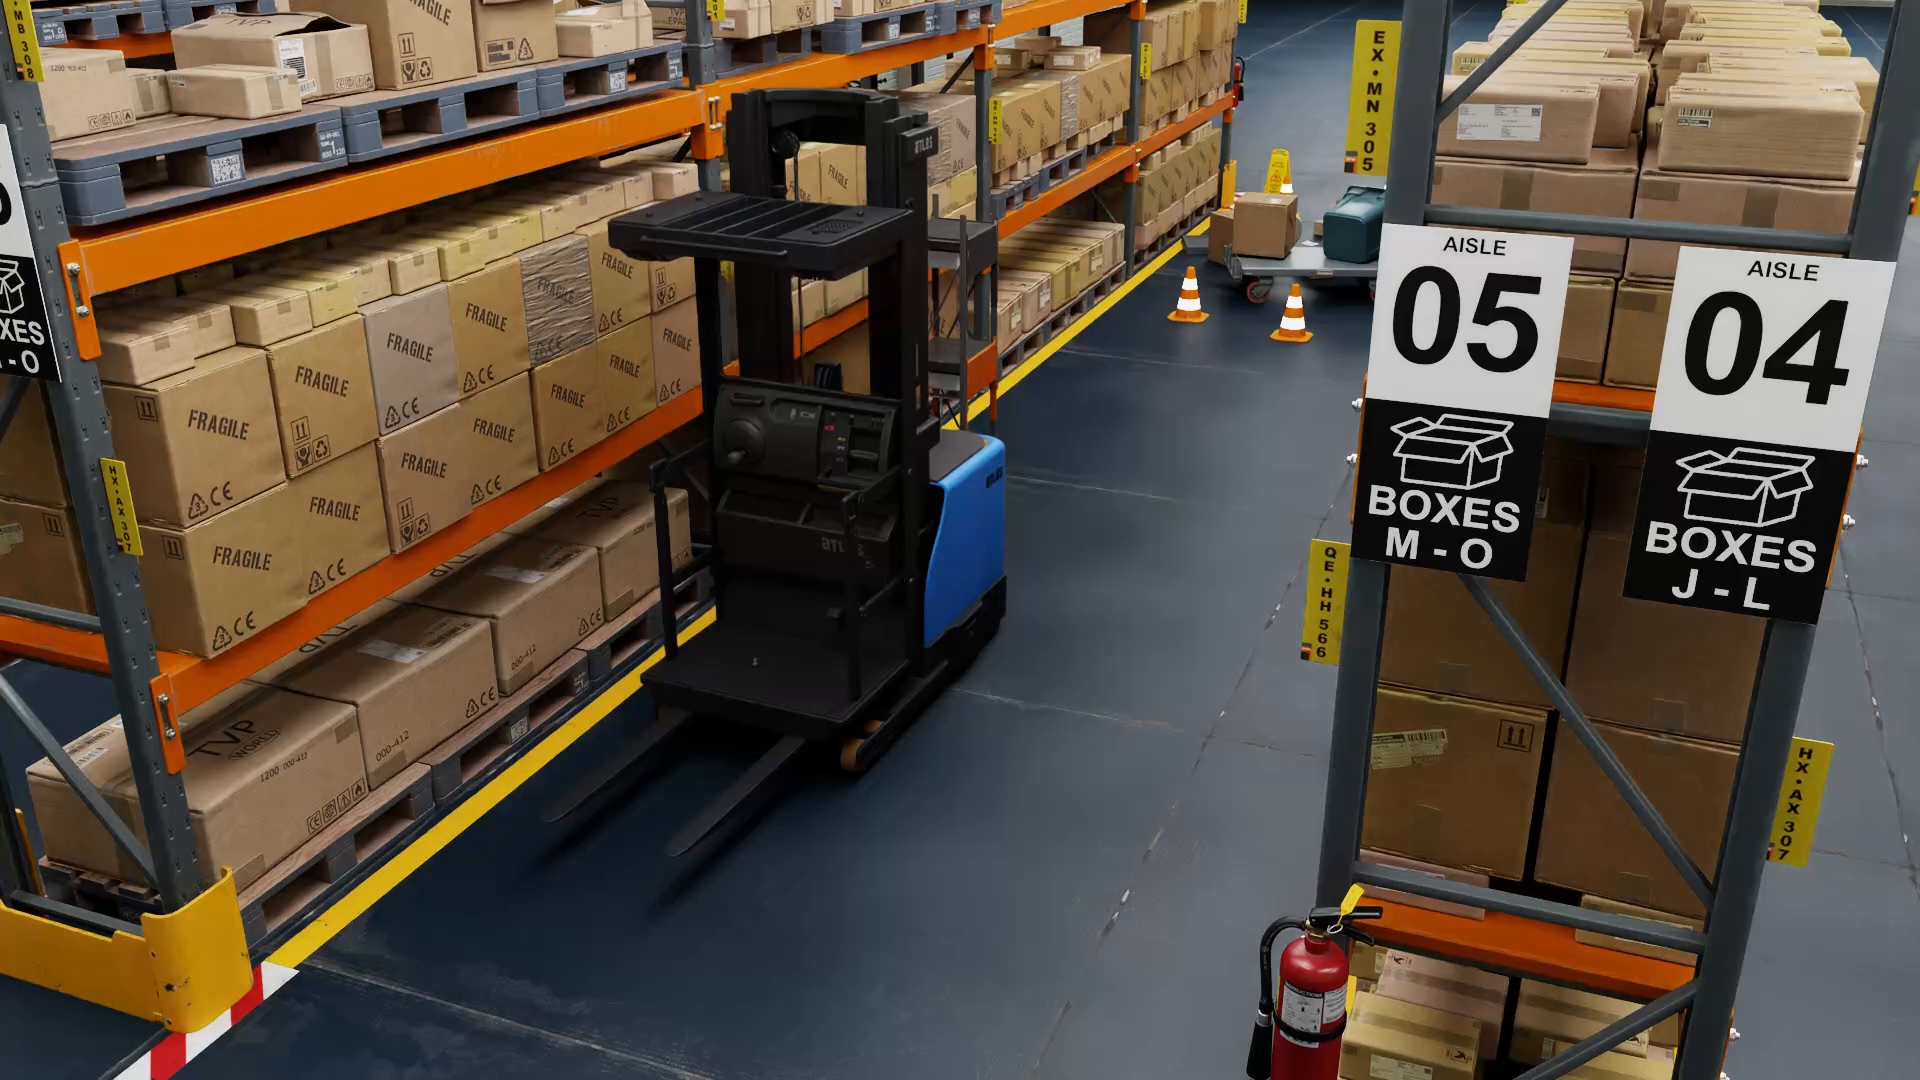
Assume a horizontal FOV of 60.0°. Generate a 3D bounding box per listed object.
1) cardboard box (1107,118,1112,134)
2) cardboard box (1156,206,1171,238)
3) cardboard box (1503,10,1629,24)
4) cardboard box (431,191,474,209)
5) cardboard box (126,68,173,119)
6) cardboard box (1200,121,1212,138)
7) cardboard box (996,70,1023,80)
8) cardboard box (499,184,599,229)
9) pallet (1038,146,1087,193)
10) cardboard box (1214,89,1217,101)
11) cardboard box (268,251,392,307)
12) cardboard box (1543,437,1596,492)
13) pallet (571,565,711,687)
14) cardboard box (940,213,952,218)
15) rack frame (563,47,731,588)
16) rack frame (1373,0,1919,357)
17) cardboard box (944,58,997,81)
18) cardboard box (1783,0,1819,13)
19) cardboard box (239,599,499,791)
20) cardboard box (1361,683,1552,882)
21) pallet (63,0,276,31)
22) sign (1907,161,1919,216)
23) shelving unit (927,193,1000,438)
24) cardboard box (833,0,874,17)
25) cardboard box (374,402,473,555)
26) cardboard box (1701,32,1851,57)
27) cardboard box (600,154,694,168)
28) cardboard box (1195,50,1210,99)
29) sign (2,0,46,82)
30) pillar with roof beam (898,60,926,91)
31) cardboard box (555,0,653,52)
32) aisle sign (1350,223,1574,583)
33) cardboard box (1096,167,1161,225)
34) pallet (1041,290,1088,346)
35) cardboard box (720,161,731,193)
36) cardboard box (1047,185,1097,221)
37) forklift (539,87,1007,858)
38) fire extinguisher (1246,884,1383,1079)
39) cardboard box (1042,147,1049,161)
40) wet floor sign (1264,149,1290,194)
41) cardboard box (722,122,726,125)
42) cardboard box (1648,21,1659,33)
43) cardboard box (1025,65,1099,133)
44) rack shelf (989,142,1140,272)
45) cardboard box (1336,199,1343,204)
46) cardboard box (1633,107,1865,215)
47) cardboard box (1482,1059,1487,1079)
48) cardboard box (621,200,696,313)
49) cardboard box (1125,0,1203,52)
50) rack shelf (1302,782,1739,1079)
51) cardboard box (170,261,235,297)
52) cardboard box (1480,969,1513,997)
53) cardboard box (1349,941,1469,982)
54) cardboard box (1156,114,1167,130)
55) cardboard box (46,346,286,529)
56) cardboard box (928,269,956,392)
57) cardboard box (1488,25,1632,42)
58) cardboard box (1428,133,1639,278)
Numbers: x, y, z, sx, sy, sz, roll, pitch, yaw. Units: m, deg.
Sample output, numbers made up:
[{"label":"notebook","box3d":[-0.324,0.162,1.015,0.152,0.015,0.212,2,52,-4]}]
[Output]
[{"label":"cardboard box","box3d":[1.180,-3.808,15.255,0.380,0.149,0.250,8,24,18]},{"label":"cardboard box","box3d":[1.887,-3.335,17.366,0.500,0.250,0.500,10,25,23]},{"label":"cardboard box","box3d":[1.940,-1.611,5.352,0.380,0.149,0.250,8,24,18]},{"label":"cardboard box","box3d":[-2.511,-1.551,7.802,0.380,0.149,0.250,8,24,19]},{"label":"cardboard box","box3d":[-3.063,-1.595,5.935,0.380,0.149,0.250,7,24,16]},{"label":"cardboard box","box3d":[2.586,-4.582,18.536,0.380,0.149,0.250,10,24,22]},{"label":"cardboard box","box3d":[0.226,-3.756,14.290,0.500,0.500,0.500,8,24,18]},{"label":"cardboard box","box3d":[-1.939,-1.574,7.857,0.380,0.149,0.250,9,24,20]},{"label":"pallet","box3d":[0.441,-3.240,14.363,1.003,0.211,1.213,9,24,20]},{"label":"cardboard box","box3d":[2.669,-5.001,18.657,0.380,0.149,0.250,8,24,19]},{"label":"cardboard box","box3d":[-2.475,-1.024,6.541,0.380,0.149,0.250,9,24,21]},{"label":"cardboard box","box3d":[1.533,-0.104,4.794,0.500,0.500,0.500,8,24,18]},{"label":"pallet","box3d":[-2.097,0.365,9.102,1.003,0.211,1.213,9,24,20]},{"label":"cardboard box","box3d":[-0.378,-2.141,11.680,0.500,0.250,0.500,9,24,21]},{"label":"rack frame","box3d":[-1.742,-1.182,9.189,1.000,3.000,0.127,9,24,20]},{"label":"rack frame","box3d":[1.405,-1.847,2.996,1.000,3.000,0.127,9,24,20]},{"label":"cardboard box","box3d":[0.089,-3.916,13.832,0.380,0.149,0.250,8,24,18]},{"label":"cardboard box","box3d":[2.888,-1.899,6.041,0.380,0.149,0.250,9,24,20]},{"label":"cardboard box","box3d":[-2.744,0.658,7.562,0.875,0.438,0.875,9,24,21]},{"label":"cardboard box","box3d":[1.333,0.540,4.549,0.500,0.500,0.500,9,24,21]},{"label":"pallet","box3d":[-5.662,-3.784,11.769,1.213,0.211,1.003,9,24,20]},{"label":"sign","box3d":[1.909,-0.788,3.220,0.100,0.325,0.005,9,24,20]},{"label":"shelving unit","box3d":[-0.062,-0.910,9.703,0.431,2.100,0.503,9,24,20]},{"label":"cardboard box","box3d":[-0.738,-3.302,10.001,0.396,0.266,0.258,11,25,24]},{"label":"cardboard box","box3d":[-2.415,-0.292,6.928,0.500,0.500,0.500,9,24,20]},{"label":"cardboard box","box3d":[2.292,-1.342,4.707,0.380,0.149,0.250,10,25,22]},{"label":"cardboard box","box3d":[-1.809,-1.886,9.446,0.500,0.500,0.500,10,25,22]},{"label":"cardboard box","box3d":[2.390,-5.069,17.979,0.500,0.500,0.500,9,24,20]},{"label":"sign","box3d":[-2.715,-1.493,4.805,0.100,0.325,0.005,9,24,20]},{"label":"pillar with roof beam","box3d":[3.236,-10.365,23.389,9.100,9.000,0.400,9,24,20]},{"label":"cardboard box","box3d":[-1.682,-2.470,7.880,0.396,0.266,0.258,10,25,22]},{"label":"aisle sign","box3d":[1.100,-0.295,3.691,0.394,0.787,0.004,9,24,20]},{"label":"cardboard box","box3d":[1.699,-3.489,16.760,0.500,0.500,0.500,10,25,23]},{"label":"pallet","box3d":[0.490,-2.042,14.864,1.003,0.211,1.213,9,24,20]},{"label":"cardboard box","box3d":[-1.312,-1.806,9.256,0.500,0.500,0.500,9,24,21]},{"label":"cardboard box","box3d":[1.200,-3.566,16.946,0.500,0.500,0.500,8,24,19]},{"label":"forklift","box3d":[-0.818,-0.464,7.559,1.130,2.935,3.031,10,25,22]},{"label":"fire extinguisher","box3d":[0.883,1.153,4.181,0.296,0.674,0.183,9,24,20]},{"label":"cardboard box","box3d":[0.525,-3.269,13.965,0.380,0.149,0.250,10,25,22]},{"label":"wet floor sign","box3d":[3.779,-4.305,19.719,0.267,0.644,0.232,19,29,38]},{"label":"cardboard box","box3d":[-3.003,-4.707,19.353,0.500,0.250,0.500,9,24,20]},{"label":"cardboard box","box3d":[2.490,-1.918,6.603,0.500,0.250,0.500,10,25,22]},{"label":"cardboard box","box3d":[0.891,-3.863,14.546,0.500,0.500,0.500,10,25,22]},{"label":"rack shelf","box3d":[0.487,-2.998,14.468,1.077,0.370,4.000,9,24,20]},{"label":"cardboard box","box3d":[4.413,-3.334,17.578,0.797,0.503,0.637,-7,24,-17]},{"label":"cardboard box","box3d":[2.003,-0.931,4.241,0.500,0.250,0.500,8,24,19]},{"label":"cardboard box","box3d":[1.587,1.636,5.595,0.380,0.149,0.250,9,24,20]},{"label":"cardboard box","box3d":[-1.661,-1.482,8.478,0.500,0.500,0.500,9,24,20]},{"label":"cardboard box","box3d":[2.125,-5.371,17.405,0.700,0.500,0.500,9,24,20]},{"label":"rack shelf","box3d":[2.148,0.538,6.004,1.077,0.370,4.000,9,24,20]},{"label":"cardboard box","box3d":[-3.059,-0.998,6.479,0.380,0.149,0.250,9,24,21]},{"label":"cardboard box","box3d":[1.723,1.409,5.754,0.380,0.149,0.250,8,24,19]},{"label":"cardboard box","box3d":[1.492,1.350,5.507,0.380,0.149,0.250,8,24,19]},{"label":"cardboard box","box3d":[1.884,-4.277,16.923,0.380,0.149,0.250,10,25,22]},{"label":"cardboard box","box3d":[-2.785,-0.390,5.864,0.500,0.500,0.500,8,24,19]},{"label":"cardboard box","box3d":[-0.590,-1.592,12.381,0.875,0.875,0.875,9,24,20]},{"label":"cardboard box","box3d":[1.761,-1.423,4.902,0.380,0.149,0.250,9,24,21]},{"label":"cardboard box","box3d":[1.340,-0.825,3.988,0.500,0.250,0.500,8,24,18]}]
